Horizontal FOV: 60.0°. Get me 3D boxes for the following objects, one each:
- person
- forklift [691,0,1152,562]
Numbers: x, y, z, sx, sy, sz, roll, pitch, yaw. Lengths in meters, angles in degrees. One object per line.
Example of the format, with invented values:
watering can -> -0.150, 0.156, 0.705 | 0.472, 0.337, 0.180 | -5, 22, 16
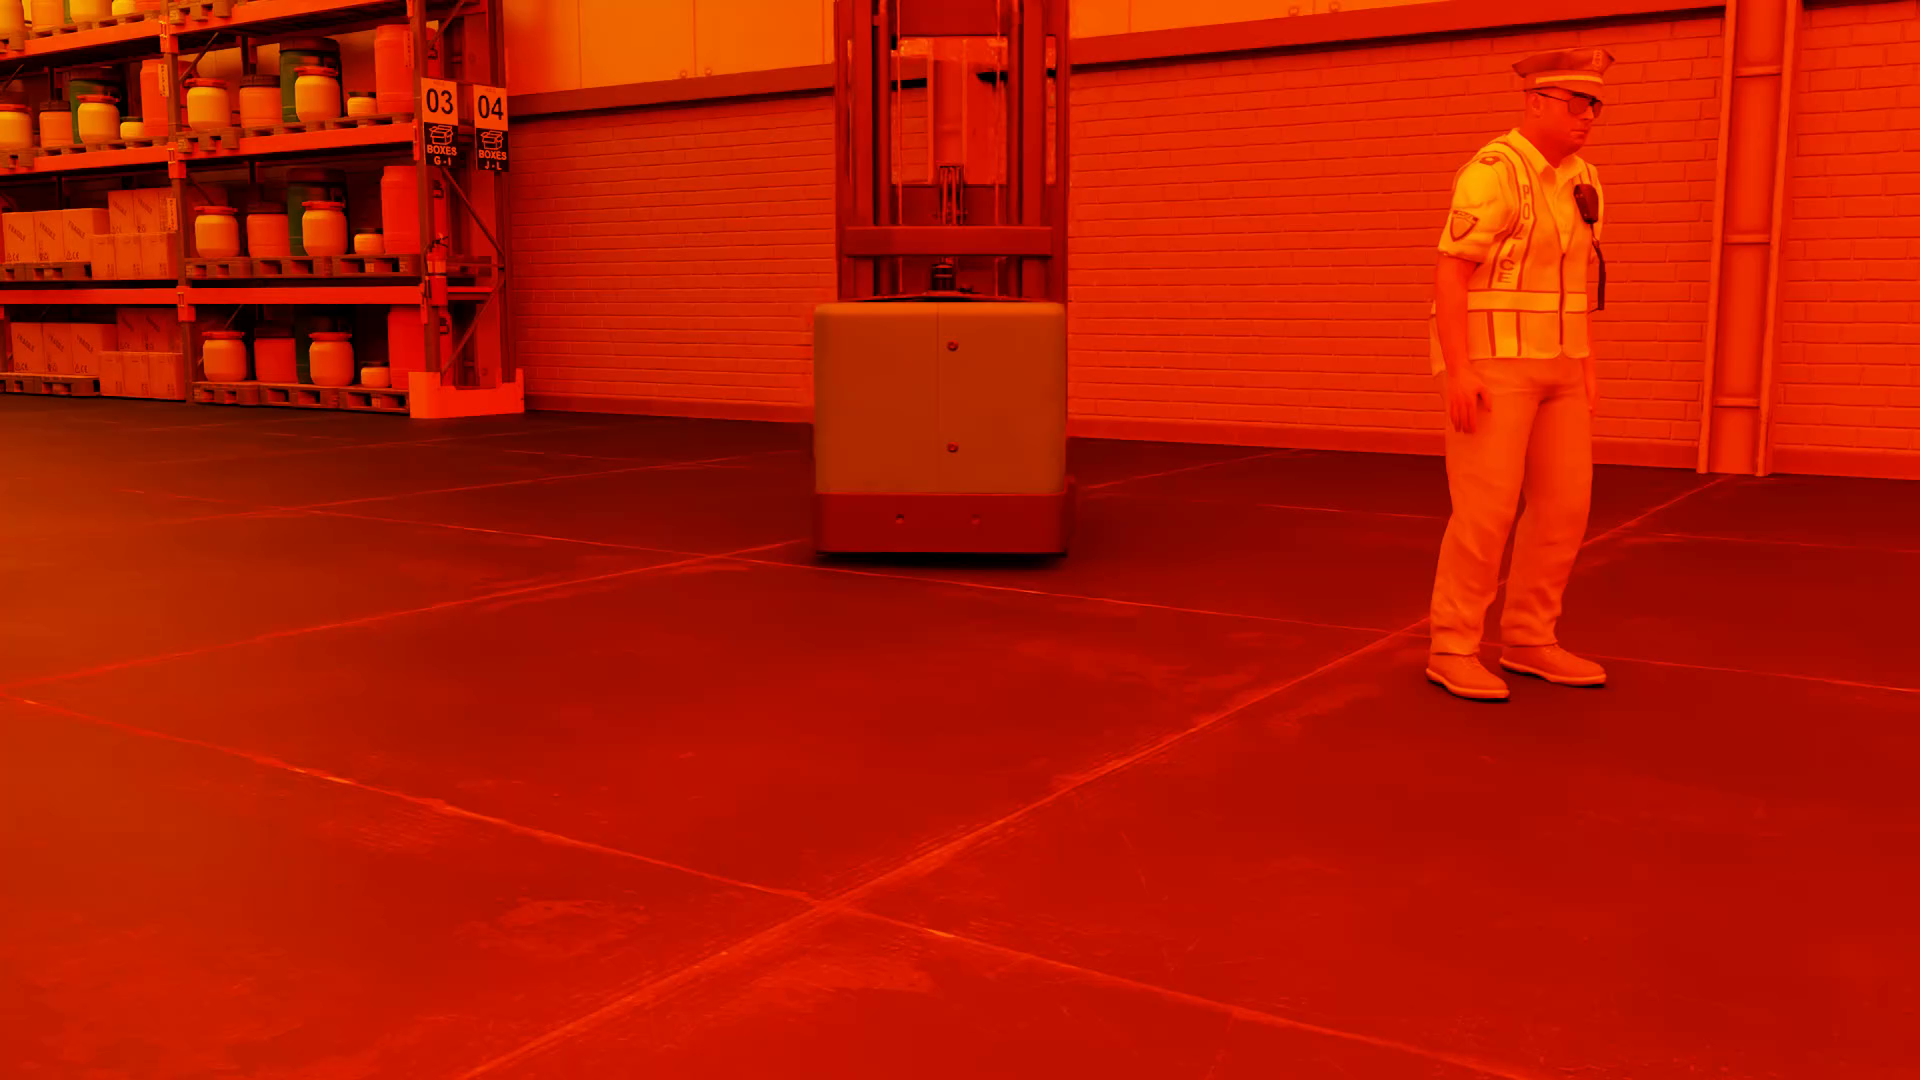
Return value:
person -> 1.568, -0.465, 4.667 | 0.592, 1.746, 0.442 | -5, 9, -30
forklift -> -0.392, -1.527, 7.934 | 1.130, 2.935, 3.031 | -5, 10, -32
